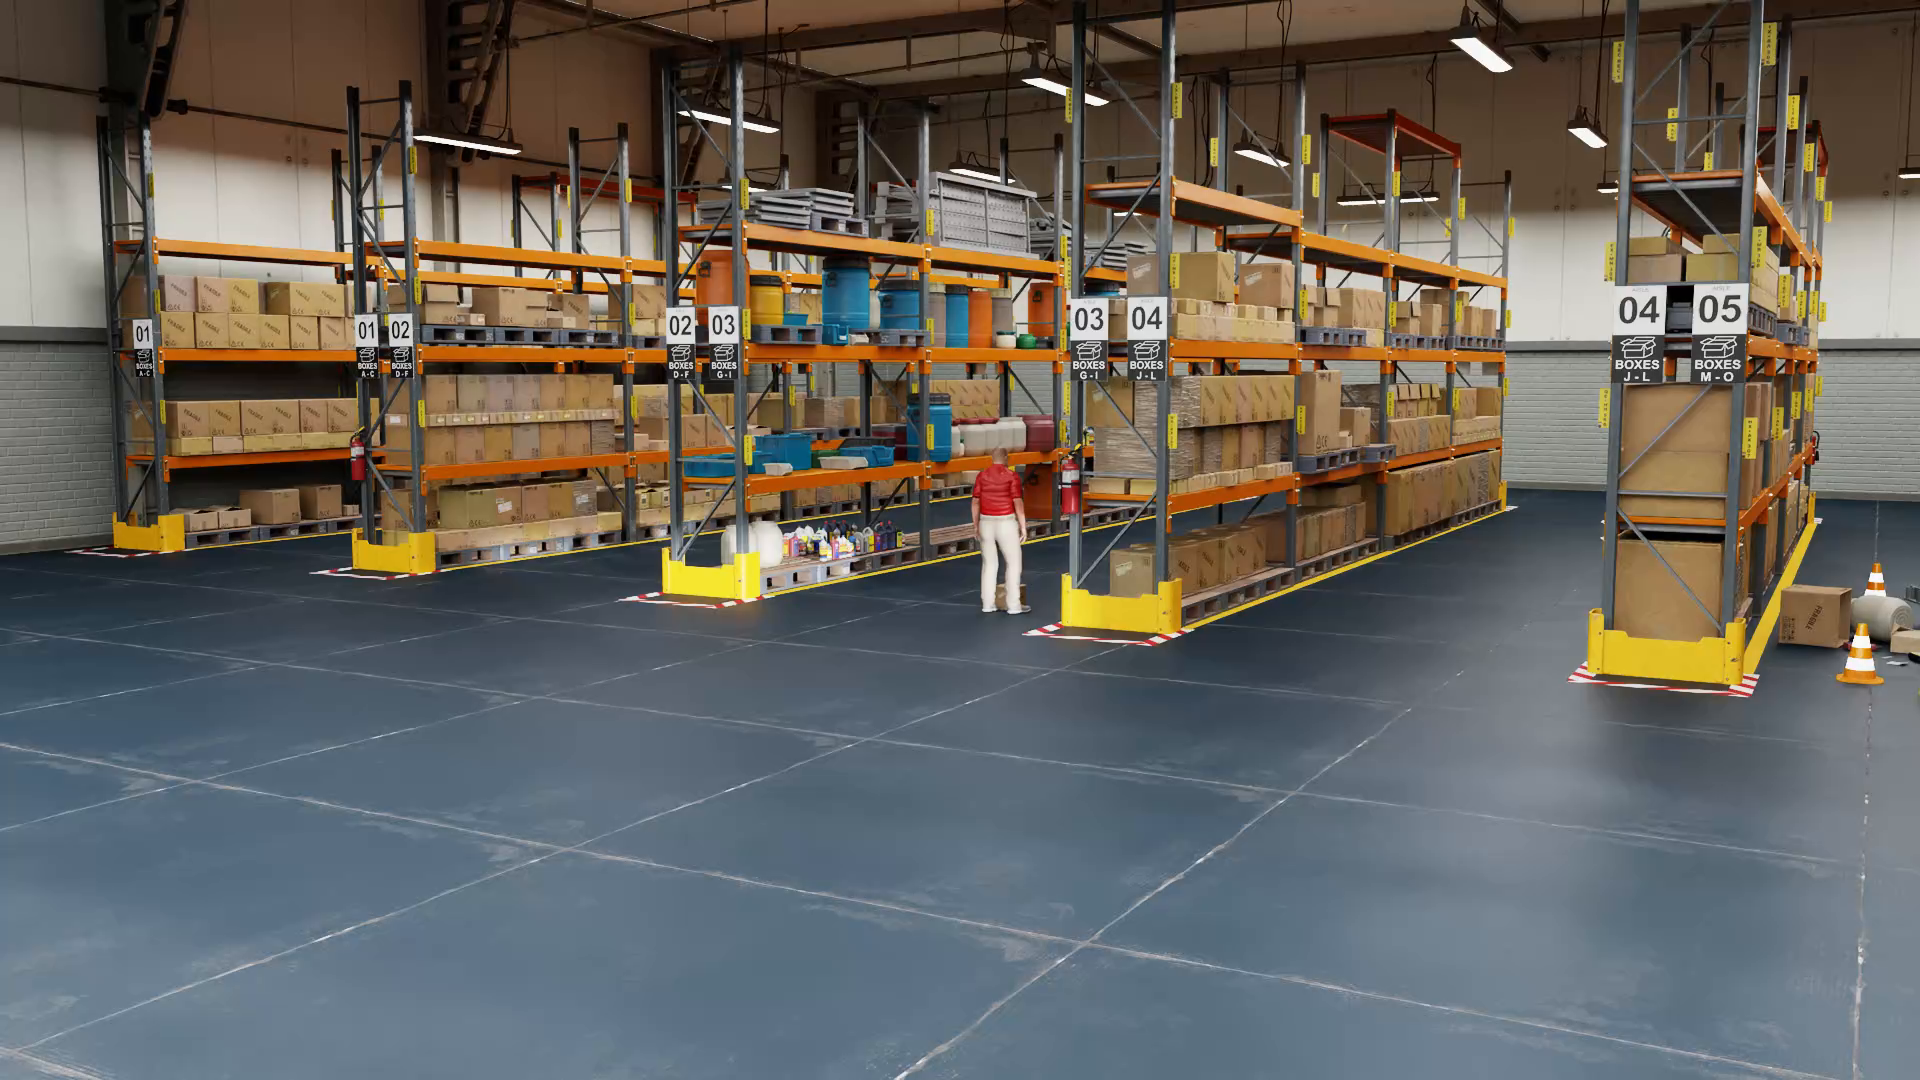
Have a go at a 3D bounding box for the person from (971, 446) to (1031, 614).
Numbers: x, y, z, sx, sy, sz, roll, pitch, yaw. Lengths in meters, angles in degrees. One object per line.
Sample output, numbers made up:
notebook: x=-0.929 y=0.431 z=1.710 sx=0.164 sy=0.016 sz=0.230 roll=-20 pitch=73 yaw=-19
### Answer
person: x=0.415 y=-0.110 z=17.261 sx=0.606 sy=1.728 sz=0.382 roll=3 pitch=7 yaw=26
